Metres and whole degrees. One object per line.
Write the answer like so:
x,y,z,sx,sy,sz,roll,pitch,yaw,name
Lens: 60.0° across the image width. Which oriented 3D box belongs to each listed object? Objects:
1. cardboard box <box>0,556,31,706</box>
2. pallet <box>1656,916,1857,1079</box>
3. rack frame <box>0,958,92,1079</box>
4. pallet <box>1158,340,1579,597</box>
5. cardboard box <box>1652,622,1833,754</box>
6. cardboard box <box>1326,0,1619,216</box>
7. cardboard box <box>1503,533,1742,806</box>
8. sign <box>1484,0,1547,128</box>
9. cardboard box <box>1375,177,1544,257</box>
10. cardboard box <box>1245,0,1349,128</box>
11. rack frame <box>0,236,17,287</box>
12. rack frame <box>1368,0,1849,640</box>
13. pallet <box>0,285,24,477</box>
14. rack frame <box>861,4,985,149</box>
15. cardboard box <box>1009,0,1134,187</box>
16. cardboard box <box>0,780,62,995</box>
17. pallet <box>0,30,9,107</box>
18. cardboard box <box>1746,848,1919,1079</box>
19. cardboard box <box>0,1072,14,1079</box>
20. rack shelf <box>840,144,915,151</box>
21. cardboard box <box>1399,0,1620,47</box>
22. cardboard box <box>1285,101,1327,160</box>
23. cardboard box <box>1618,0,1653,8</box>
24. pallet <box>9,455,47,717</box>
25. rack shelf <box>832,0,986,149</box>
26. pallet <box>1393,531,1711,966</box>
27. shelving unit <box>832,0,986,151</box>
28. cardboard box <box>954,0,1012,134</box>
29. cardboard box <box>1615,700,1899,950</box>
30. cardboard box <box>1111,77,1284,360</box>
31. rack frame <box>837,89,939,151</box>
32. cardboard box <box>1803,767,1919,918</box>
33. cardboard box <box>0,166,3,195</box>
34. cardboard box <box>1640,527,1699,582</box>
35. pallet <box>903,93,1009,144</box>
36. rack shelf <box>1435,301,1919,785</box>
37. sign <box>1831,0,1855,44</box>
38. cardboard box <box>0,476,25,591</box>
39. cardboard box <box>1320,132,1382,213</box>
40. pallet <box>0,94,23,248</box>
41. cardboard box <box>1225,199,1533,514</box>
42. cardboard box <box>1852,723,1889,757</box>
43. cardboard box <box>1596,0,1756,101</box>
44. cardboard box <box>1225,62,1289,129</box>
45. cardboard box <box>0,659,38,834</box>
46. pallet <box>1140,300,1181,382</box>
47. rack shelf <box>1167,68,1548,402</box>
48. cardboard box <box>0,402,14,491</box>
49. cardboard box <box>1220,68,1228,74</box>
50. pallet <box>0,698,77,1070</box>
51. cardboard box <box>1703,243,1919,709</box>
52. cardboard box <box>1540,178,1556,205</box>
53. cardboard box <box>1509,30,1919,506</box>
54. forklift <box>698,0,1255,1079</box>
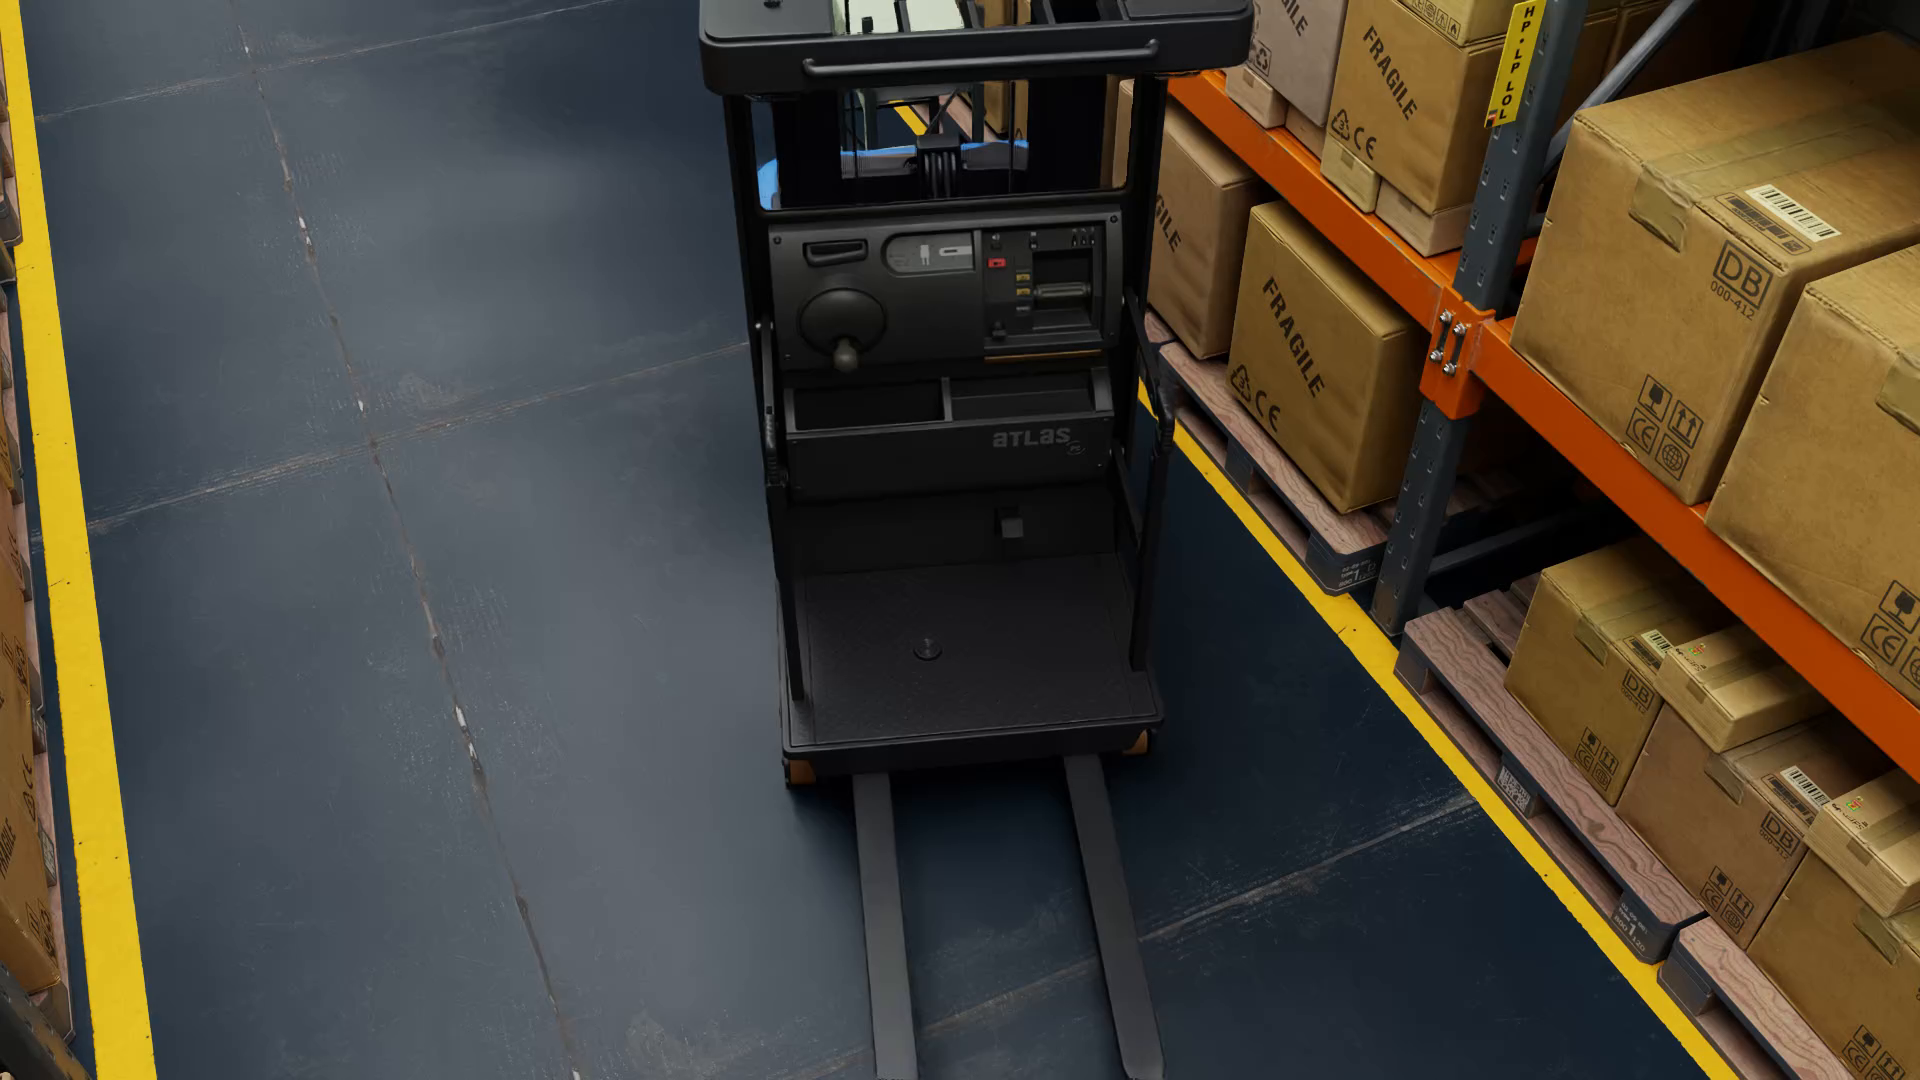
-3.084,0.231,4.847,0.500,0.500,0.500,-17,47,-17,cardboard box
2.594,1.349,4.233,1.003,0.211,1.213,-18,47,-17,pallet
-2.661,0.534,3.073,0.949,2.616,0.053,-18,47,-17,rack frame
1.436,-0.407,6.012,1.003,0.211,1.213,-18,47,-17,pallet
2.029,0.358,4.270,0.380,0.149,0.250,-17,47,-16,cardboard box
1.406,-1.298,4.633,0.500,0.500,0.500,-19,48,-18,cardboard box
2.050,0.317,4.774,0.700,0.500,0.500,-17,47,-17,cardboard box
1.341,-1.147,4.009,0.100,0.325,0.005,-18,47,-17,sign
1.430,-0.979,4.772,0.380,0.149,0.250,-18,47,-17,cardboard box
1.183,-1.620,4.959,0.500,0.500,0.500,-18,47,-17,cardboard box
-4.346,-2.014,5.655,1.000,3.000,0.127,-18,47,-17,rack frame
1.829,-0.930,4.557,1.000,3.000,0.127,-18,47,-17,rack frame
-4.066,-0.534,6.141,1.003,0.211,1.213,-18,47,-17,pallet
-0.118,-1.160,5.858,0.400,1.500,0.023,-9,45,-9,rack frame
0.700,-1.796,6.666,0.750,0.750,0.750,-18,47,-18,cardboard box
-2.646,0.888,4.180,0.500,0.500,0.500,-20,48,-19,cardboard box
-5.166,-2.334,7.965,1.003,0.211,1.213,-18,47,-17,pallet
2.472,0.966,4.116,0.700,0.500,0.500,-17,47,-16,cardboard box
-2.167,1.548,3.512,0.500,0.500,0.500,-18,47,-17,cardboard box
-0.198,-1.179,6.341,0.431,0.370,0.720,-9,45,-9,rack shelf
1.400,-1.568,4.372,0.500,0.250,0.500,-17,47,-16,cardboard box
1.234,-1.312,5.108,0.380,0.149,0.250,-17,47,-16,cardboard box
1.872,-1.715,4.522,0.500,0.250,0.500,-17,47,-16,cardboard box
-3.557,0.242,5.354,1.003,0.211,1.213,-18,47,-17,pallet
-0.198,-1.689,5.838,0.431,0.370,0.720,-9,45,-9,rack shelf
2.078,0.570,5.022,1.003,0.211,1.213,-18,47,-17,pallet
-0.198,-1.411,6.112,0.431,1.500,0.755,-9,45,-9,shelving unit
0.337,-2.356,7.233,0.750,0.750,0.750,-19,48,-18,cardboard box
2.258,0.638,4.448,0.700,0.500,0.500,-18,48,-18,cardboard box
1.061,-1.256,6.118,0.750,0.750,0.750,-17,47,-16,cardboard box
-0.278,-1.662,6.367,0.400,1.500,0.023,-9,45,-9,rack frame
2.248,0.691,3.933,0.380,0.149,0.250,-19,48,-19,cardboard box
-4.300,-1.605,6.899,0.500,0.250,0.500,-18,47,-18,cardboard box
2.169,-0.065,4.699,0.380,0.149,0.250,-18,47,-18,cardboard box
0.410,-1.962,7.588,1.003,0.211,1.213,-18,47,-17,pallet
2.670,0.601,3.518,1.077,0.370,4.000,-18,47,-17,rack shelf
2.332,-1.431,4.392,0.100,0.325,0.005,-18,47,-17,sign
-3.296,-0.091,5.173,0.500,0.500,0.500,-20,48,-19,cardboard box
1.302,-1.133,4.927,0.380,0.149,0.250,-17,47,-17,cardboard box
-4.657,-1.557,7.178,1.003,0.211,1.213,-18,47,-17,pallet
1.438,-0.690,5.545,0.750,0.750,0.750,-18,47,-17,cardboard box
2.504,0.438,4.189,0.380,0.149,0.250,-19,48,-19,cardboard box
1.864,-1.446,4.783,0.500,0.500,0.500,-20,48,-19,cardboard box
1.070,-1.463,5.261,0.380,0.149,0.250,-18,47,-17,cardboard box
-2.881,0.552,4.522,0.500,0.500,0.500,-17,47,-17,cardboard box
0.919,-1.185,6.801,1.003,0.211,1.213,-18,47,-17,pallet
0.988,-1.948,6.101,1.077,0.370,4.000,-18,47,-17,rack shelf
-3.522,-0.424,5.510,0.500,0.500,0.500,-20,48,-19,cardboard box
1.027,-1.638,5.439,0.380,0.149,0.250,-18,47,-17,cardboard box
-3.040,1.021,4.565,1.003,0.211,1.213,-18,47,-17,pallet
2.344,-0.219,3.623,0.980,0.700,0.700,-19,48,-18,cardboard box
1.868,-1.120,4.914,0.380,0.149,0.250,-19,48,-19,cardboard box
2.042,-0.686,4.096,0.980,0.700,0.700,-17,47,-17,cardboard box
-0.006,-0.568,4.239,1.130,2.935,3.031,-4,45,-5,forklift
